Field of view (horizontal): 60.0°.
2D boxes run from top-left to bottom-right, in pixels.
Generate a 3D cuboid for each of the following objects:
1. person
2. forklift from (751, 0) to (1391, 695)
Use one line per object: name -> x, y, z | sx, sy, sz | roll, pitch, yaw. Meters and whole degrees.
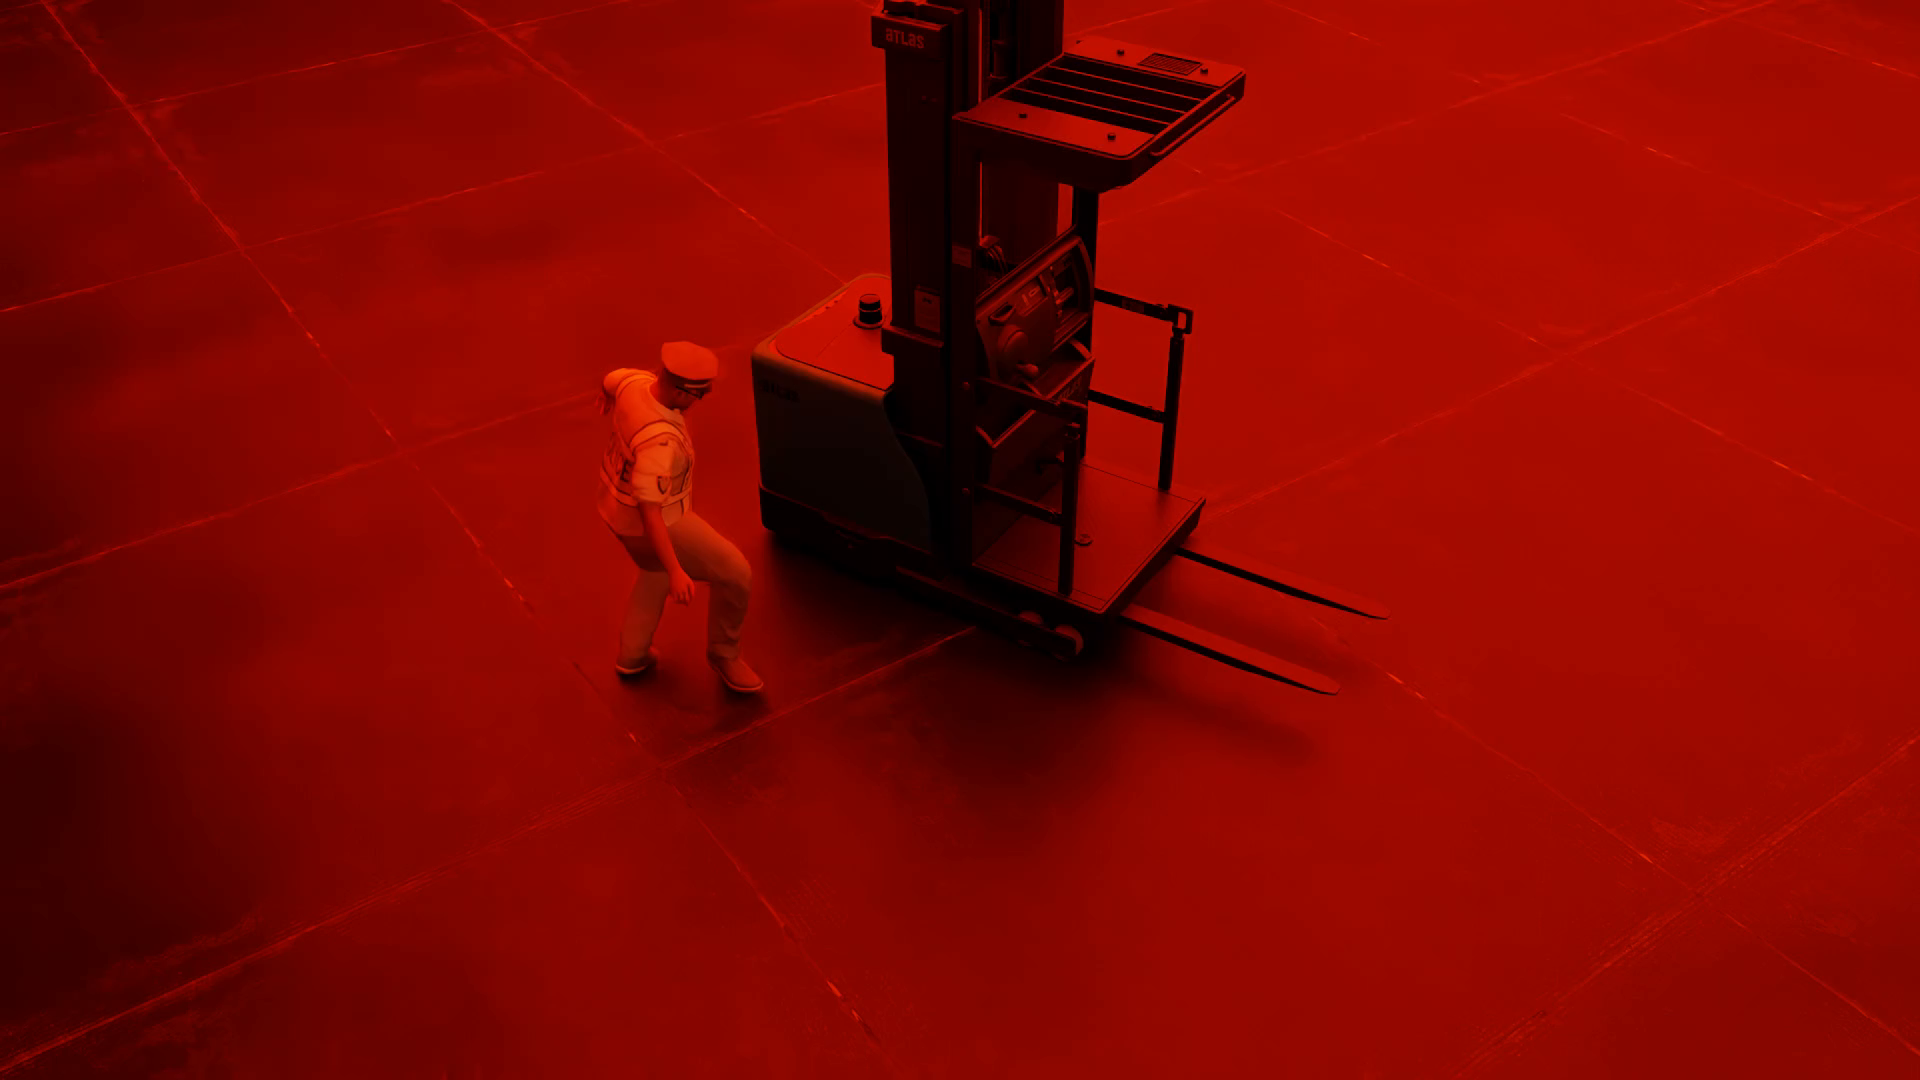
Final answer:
person -> -1.355, -0.146, 7.309 | 0.590, 1.683, 1.187 | -19, 40, -23
forklift -> 0.514, -0.985, 7.276 | 3.031, 2.935, 1.130 | 21, 41, 26
